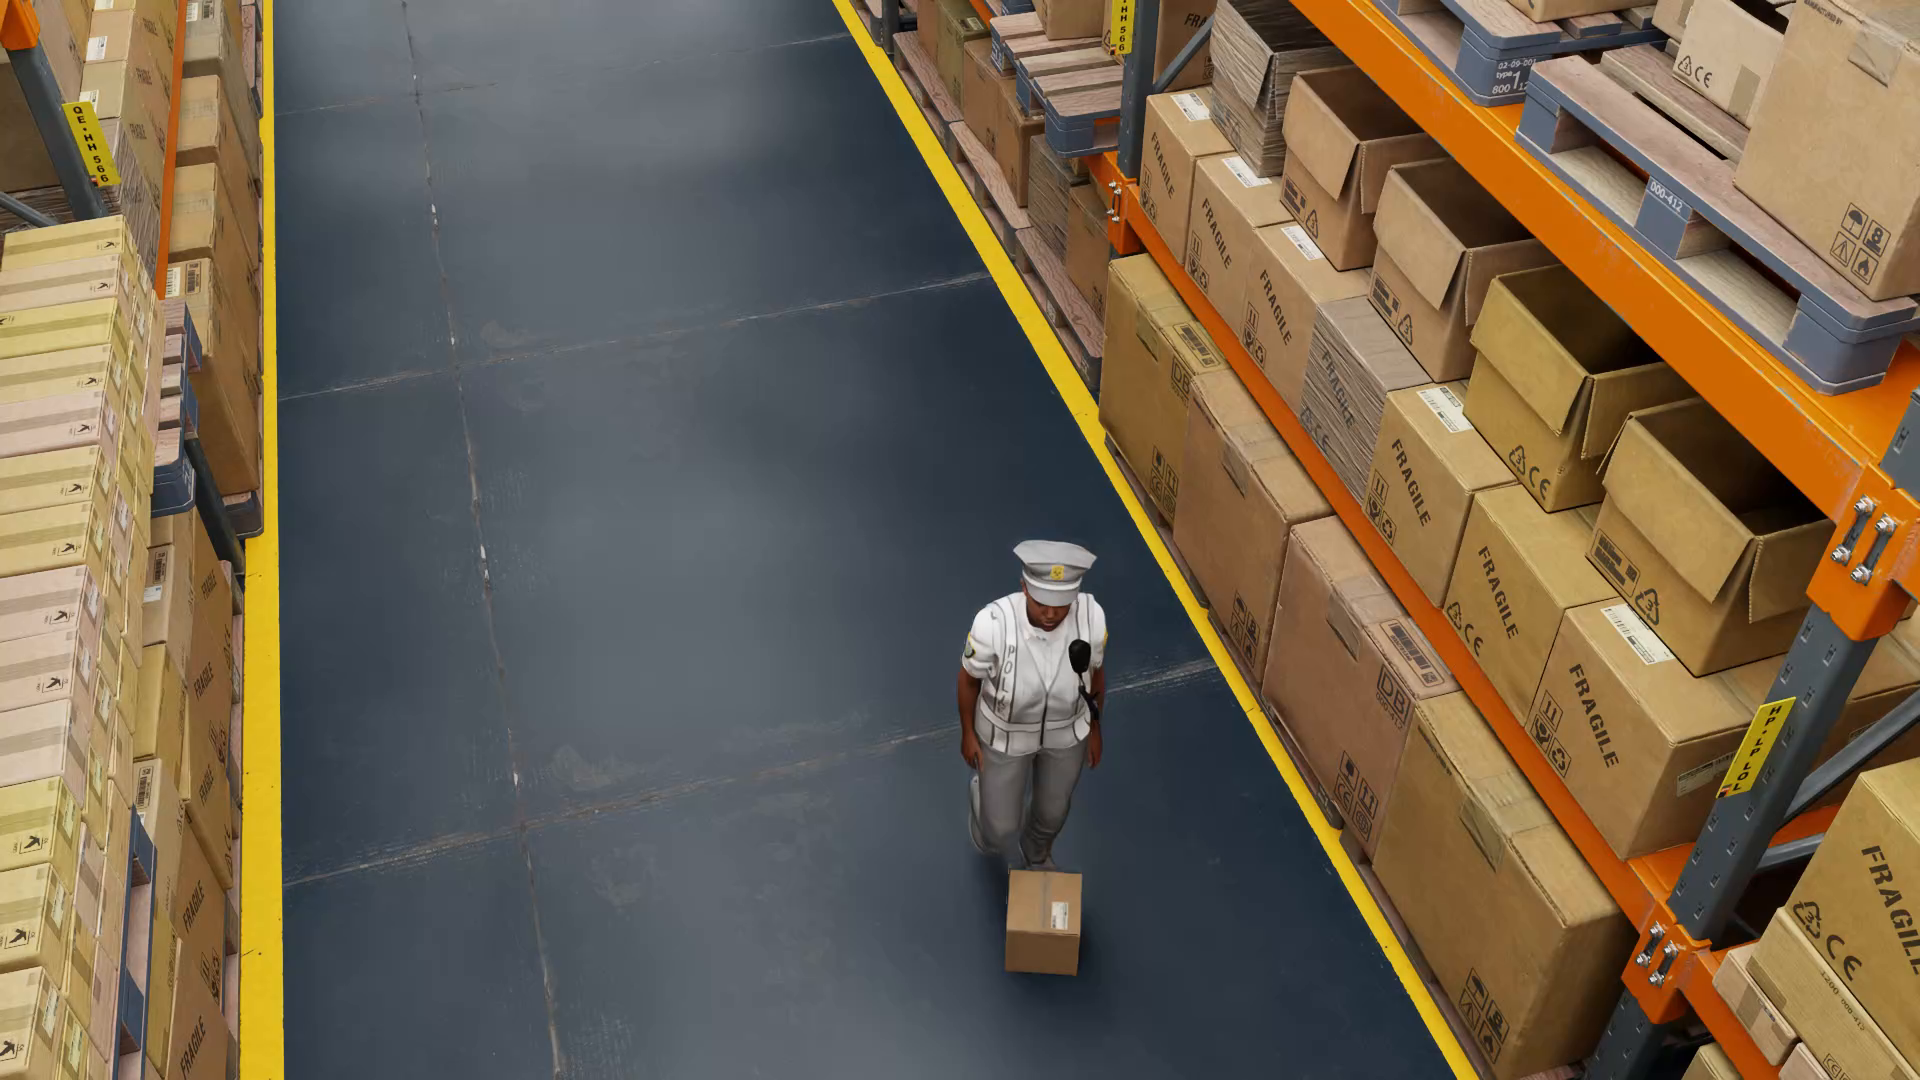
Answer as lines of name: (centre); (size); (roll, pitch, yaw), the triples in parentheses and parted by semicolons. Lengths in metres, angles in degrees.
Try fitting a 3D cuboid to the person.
person: (0.225, 0.577, 5.488); (0.480, 1.680, 0.490); (-7, 43, -7)
